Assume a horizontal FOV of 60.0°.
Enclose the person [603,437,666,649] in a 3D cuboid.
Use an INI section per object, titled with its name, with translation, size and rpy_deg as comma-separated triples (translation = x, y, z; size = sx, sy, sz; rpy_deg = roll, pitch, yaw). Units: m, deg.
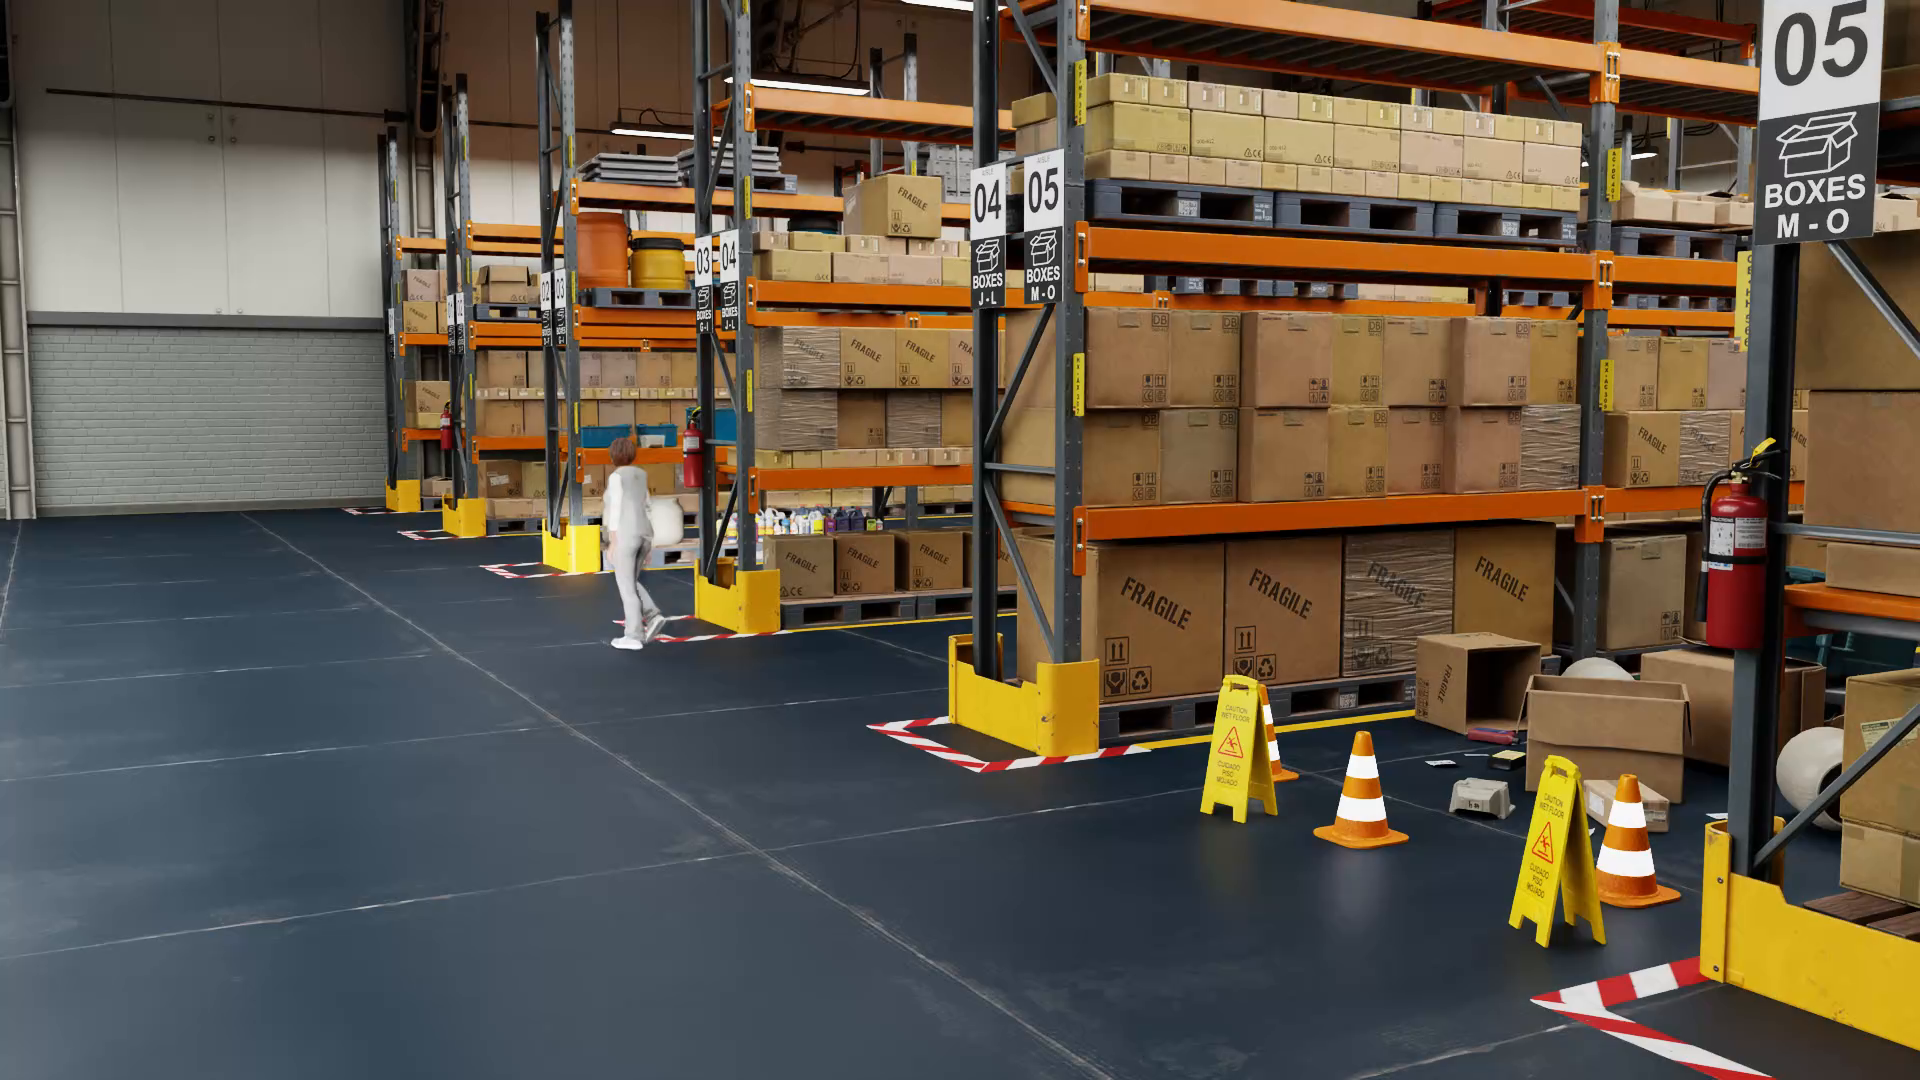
[person]
translation = -2.404, 0.026, 12.392
size = 0.469, 1.558, 0.452
rpy_deg = 3, 6, 28
